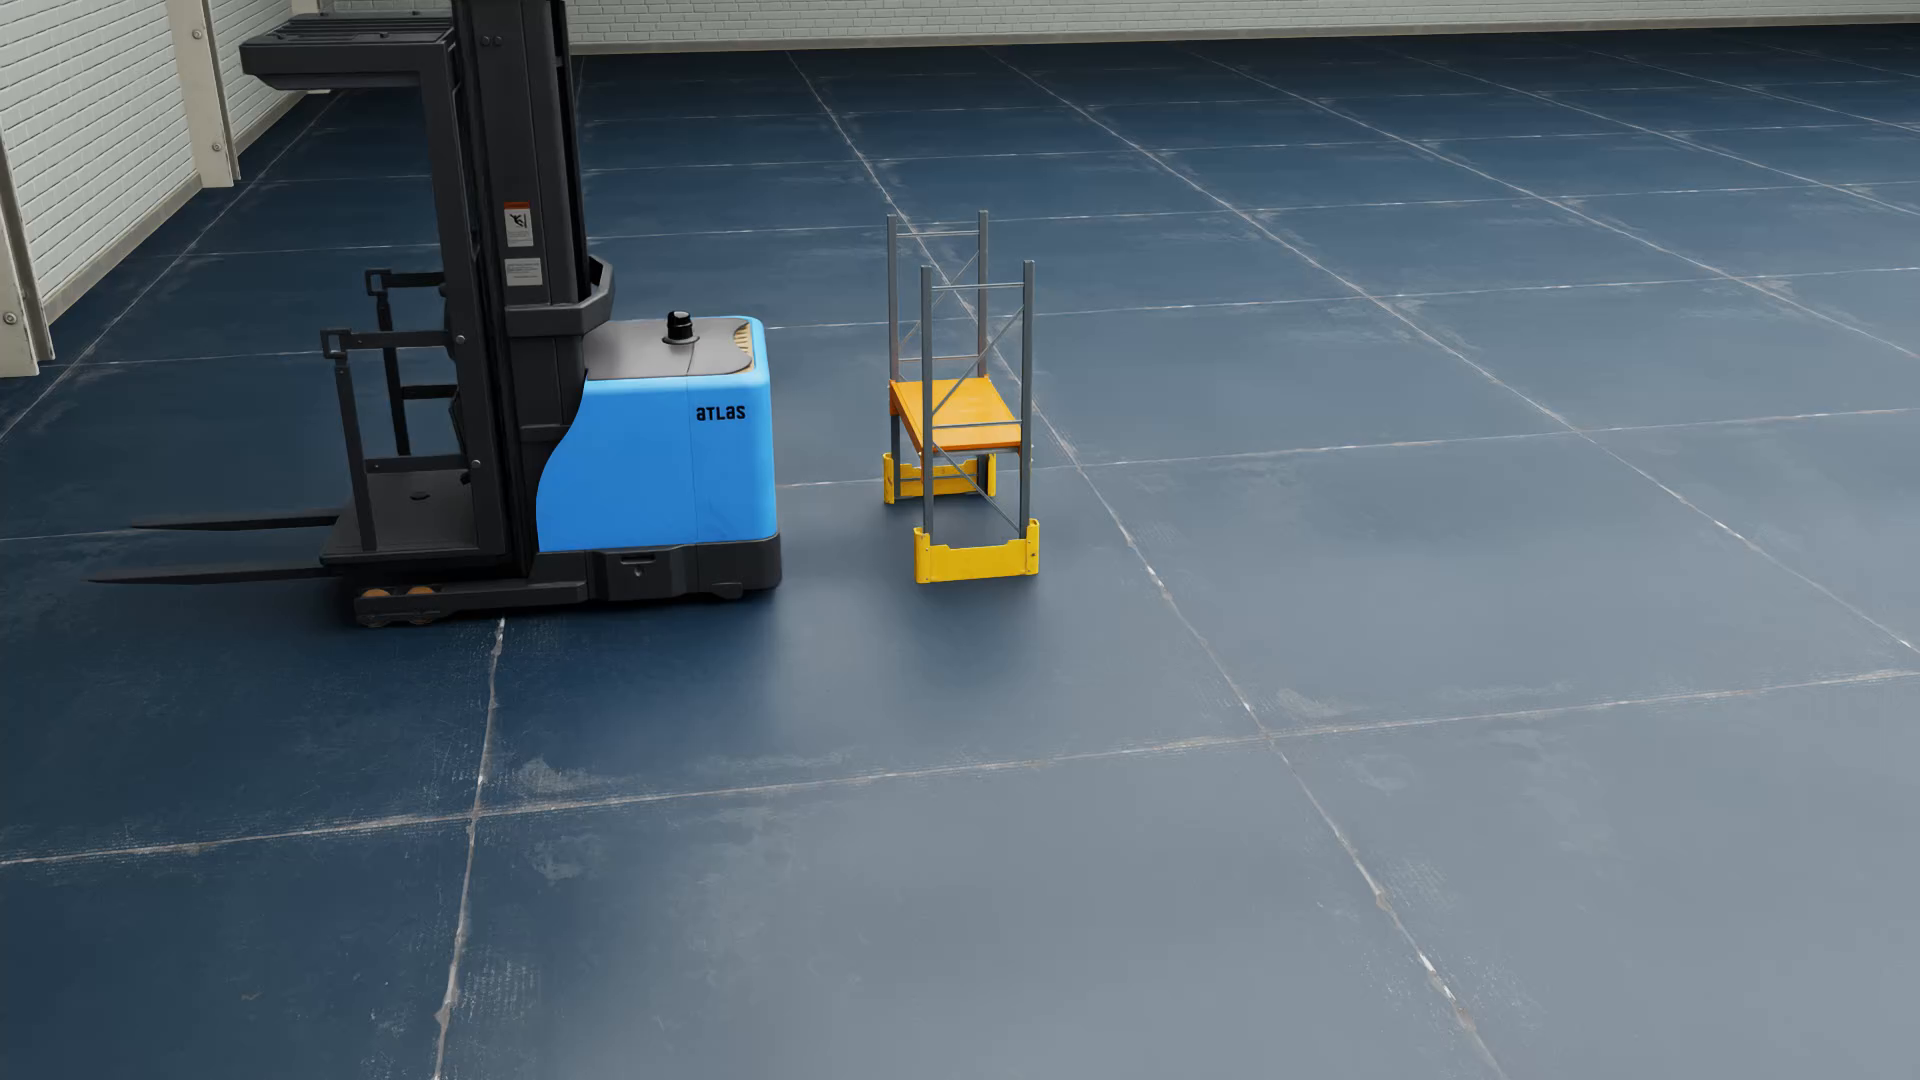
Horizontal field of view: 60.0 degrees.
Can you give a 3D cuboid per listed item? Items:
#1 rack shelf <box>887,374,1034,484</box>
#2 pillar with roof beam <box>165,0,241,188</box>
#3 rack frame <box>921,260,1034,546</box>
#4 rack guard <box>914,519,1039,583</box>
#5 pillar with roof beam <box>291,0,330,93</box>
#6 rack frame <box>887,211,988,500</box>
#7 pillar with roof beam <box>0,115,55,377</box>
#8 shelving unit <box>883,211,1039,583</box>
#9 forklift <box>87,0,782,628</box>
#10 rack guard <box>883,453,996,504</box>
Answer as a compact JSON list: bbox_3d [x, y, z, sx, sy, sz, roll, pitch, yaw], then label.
[{"bbox_3d":[-0.016,-0.556,8.099,0.538,0.185,1.000,-4,24,-10],"label":"rack shelf"},{"bbox_3d":[-2.989,-7.925,15.151,9.100,9.000,0.400,-4,24,-10],"label":"pillar with roof beam"},{"bbox_3d":[0.078,-0.521,7.569,0.500,1.500,0.032,-4,24,-10],"label":"rack frame"},{"bbox_3d":[0.078,0.051,7.820,0.587,0.250,0.087,-4,24,-10],"label":"rack guard"},{"bbox_3d":[-4.098,-10.285,20.555,9.100,9.000,0.400,-4,24,-10],"label":"pillar with roof beam"},{"bbox_3d":[-0.110,-0.921,8.484,0.500,1.500,0.032,-4,24,-10],"label":"rack frame"},{"bbox_3d":[-1.879,-5.565,9.748,9.100,9.000,0.400,-4,24,-10],"label":"pillar with roof beam"},{"bbox_3d":[-0.014,-0.717,8.018,0.587,1.500,1.083,-4,24,-10],"label":"shelving unit"},{"bbox_3d":[-2.380,-1.182,7.294,3.031,2.935,1.130,-3,24,-7],"label":"forklift"},{"bbox_3d":[-0.106,-0.340,8.717,0.587,0.250,0.087,-4,24,-10],"label":"rack guard"}]
